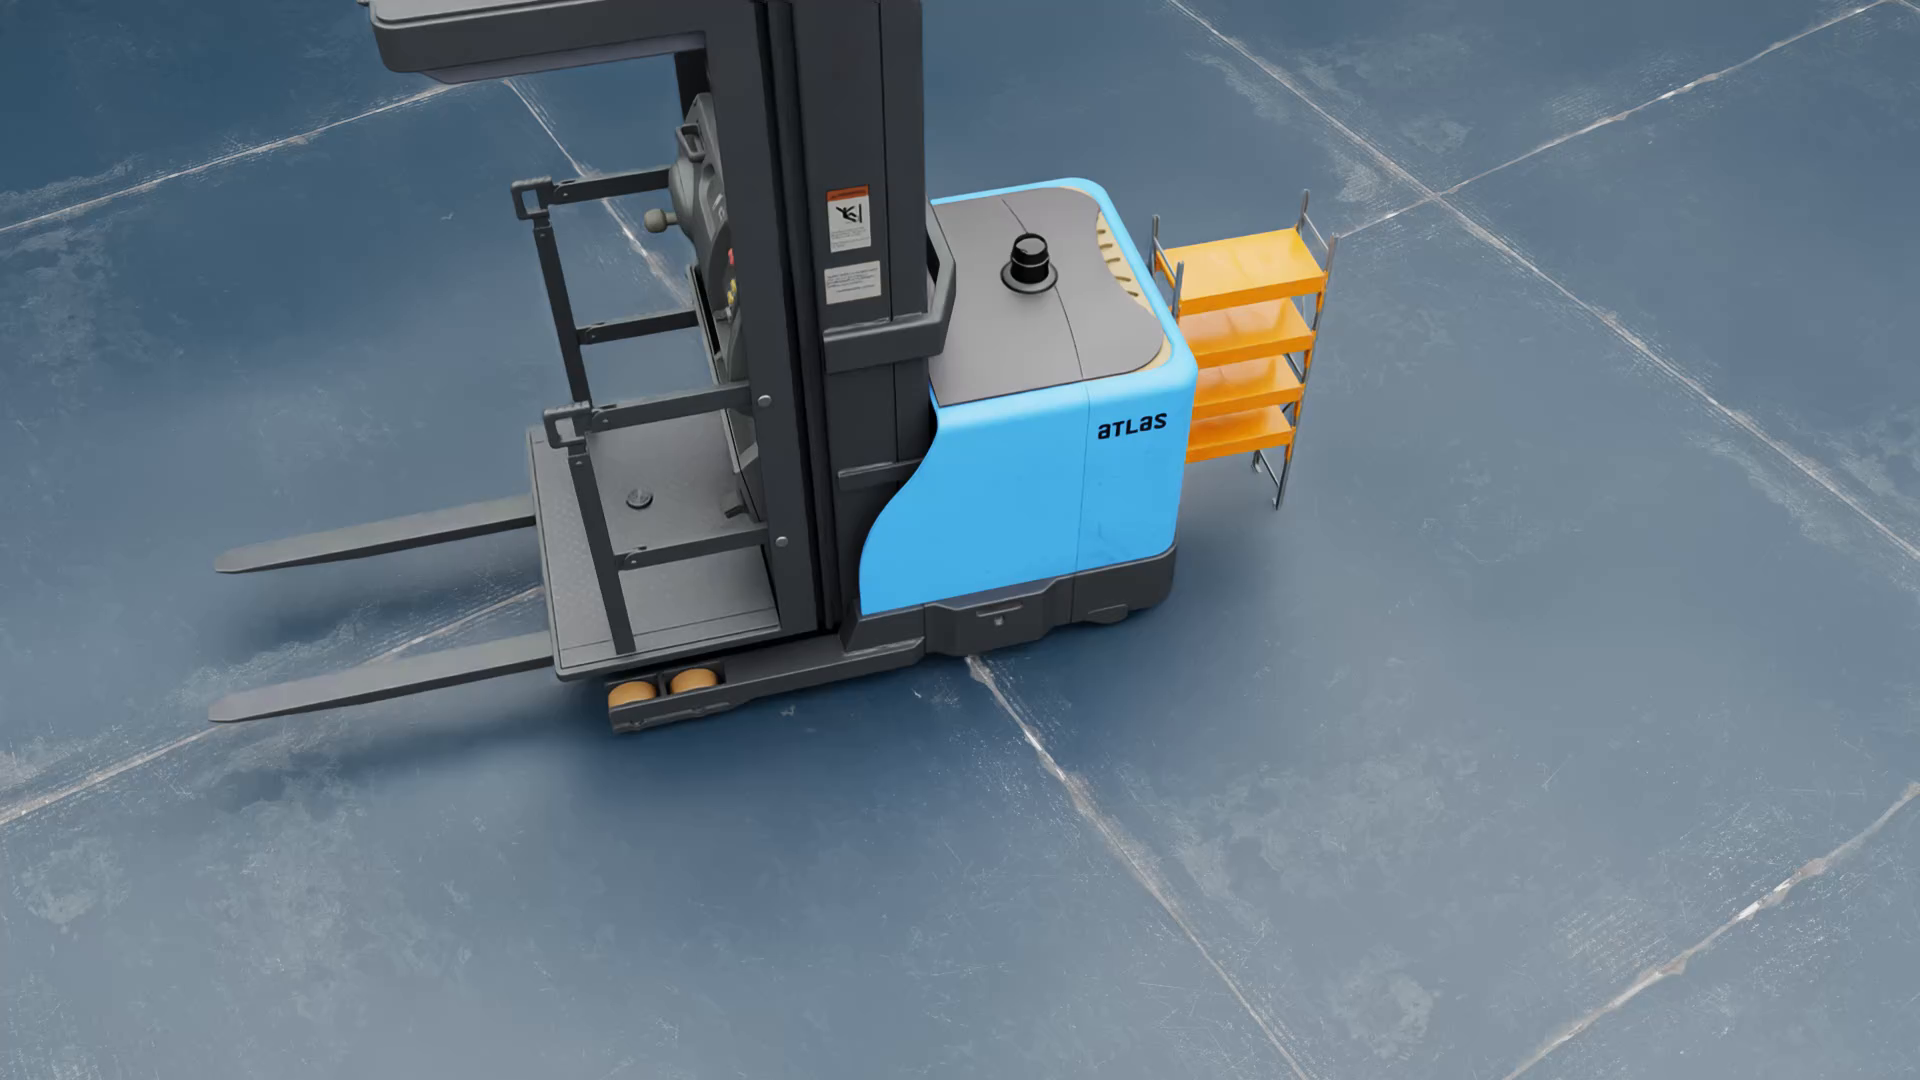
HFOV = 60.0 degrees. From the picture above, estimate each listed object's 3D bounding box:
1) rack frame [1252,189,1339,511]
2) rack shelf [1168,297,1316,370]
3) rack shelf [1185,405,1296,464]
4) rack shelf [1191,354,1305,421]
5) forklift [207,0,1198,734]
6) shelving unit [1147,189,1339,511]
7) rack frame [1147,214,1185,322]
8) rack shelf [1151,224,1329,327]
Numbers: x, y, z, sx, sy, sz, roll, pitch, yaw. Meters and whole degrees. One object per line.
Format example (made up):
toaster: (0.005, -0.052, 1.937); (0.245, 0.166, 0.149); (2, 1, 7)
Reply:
rack frame: (1.092, -0.590, 5.472); (0.015, 1.200, 0.240); (-11, 49, -10)
rack shelf: (0.856, -0.648, 5.314); (0.480, 0.148, 0.258); (-11, 49, -10)
rack shelf: (0.856, -0.367, 5.629); (0.480, 0.148, 0.258); (-11, 49, -10)
rack shelf: (0.856, -0.499, 5.481); (0.480, 0.148, 0.258); (-11, 49, -10)
forklift: (-0.872, -0.817, 4.515); (3.031, 2.935, 1.130); (-11, 49, -10)
shelving unit: (0.856, -0.543, 5.431); (0.503, 1.200, 0.258); (-11, 49, -10)
rack frame: (0.620, -0.497, 5.389); (0.015, 1.200, 0.240); (-11, 49, -10)
rack shelf: (0.856, -0.805, 5.137); (0.480, 0.148, 0.258); (-11, 49, -10)
